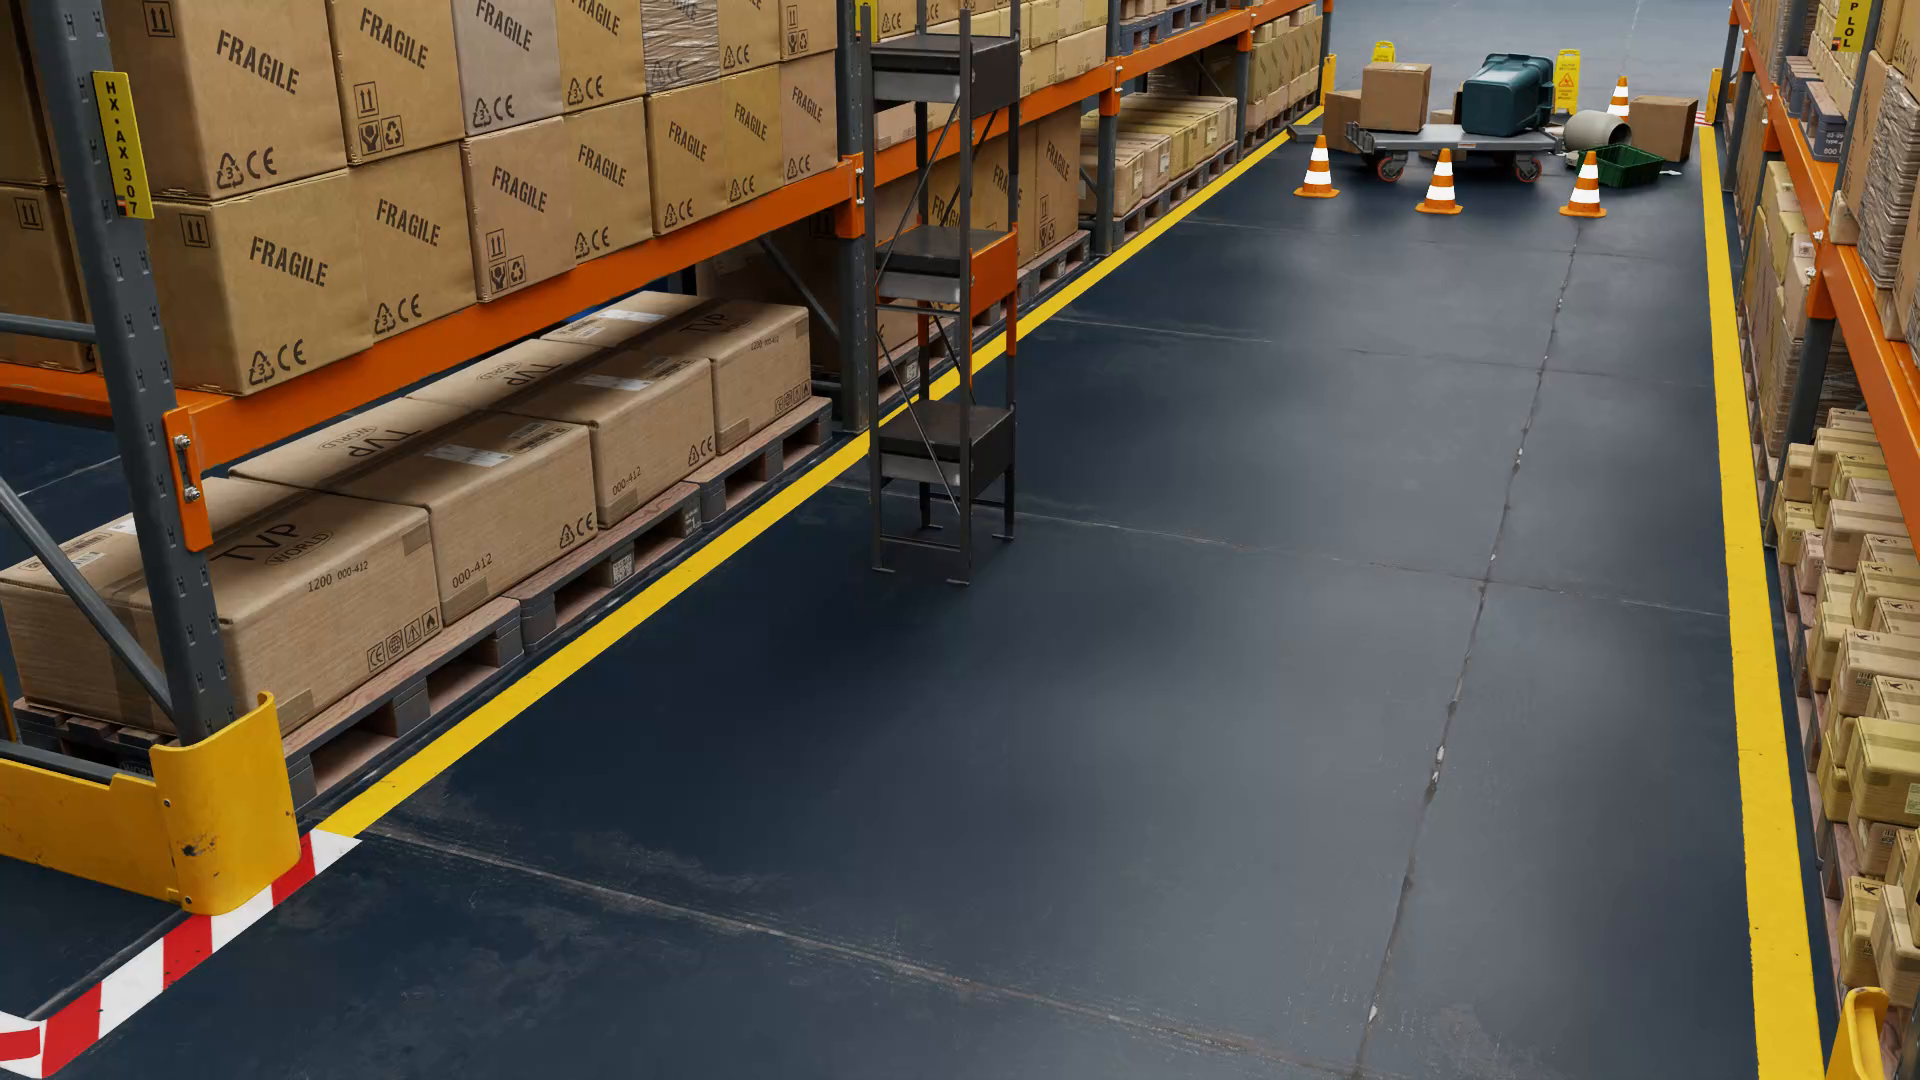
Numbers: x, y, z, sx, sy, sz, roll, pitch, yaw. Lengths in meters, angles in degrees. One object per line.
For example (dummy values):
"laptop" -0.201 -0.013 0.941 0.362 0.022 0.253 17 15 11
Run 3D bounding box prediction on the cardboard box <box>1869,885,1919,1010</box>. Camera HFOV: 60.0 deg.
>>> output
"cardboard box" 2.154 0.888 3.500 0.380 0.149 0.250 8 24 19

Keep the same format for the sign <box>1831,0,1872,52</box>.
"sign" 3.193 -1.910 5.930 0.100 0.325 0.005 9 24 20

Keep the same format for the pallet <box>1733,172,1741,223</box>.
"pallet" 6.464 -2.587 12.670 1.003 0.211 1.213 9 24 20

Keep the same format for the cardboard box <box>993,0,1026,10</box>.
"cardboard box" 0.044 -3.145 8.961 0.500 0.500 0.500 8 24 19

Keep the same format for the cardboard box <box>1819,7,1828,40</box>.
"cardboard box" 4.730 -2.703 8.724 0.380 0.149 0.250 10 25 23

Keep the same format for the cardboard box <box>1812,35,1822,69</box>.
"cardboard box" 4.742 -2.580 8.816 0.380 0.149 0.250 10 25 23

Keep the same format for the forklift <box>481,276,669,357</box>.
"forklift" -1.747 -2.776 9.592 1.130 2.935 3.031 9 24 21

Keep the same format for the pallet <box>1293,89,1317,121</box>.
"pallet" 3.170 -4.665 17.645 1.003 0.211 1.213 9 24 20

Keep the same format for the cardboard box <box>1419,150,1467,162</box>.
"cardboard box" 4.343 -3.556 14.919 0.258 0.266 0.396 -7 24 -17

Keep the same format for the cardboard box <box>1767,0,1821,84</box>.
"cardboard box" 5.113 -2.975 9.851 0.500 0.500 0.500 9 24 20

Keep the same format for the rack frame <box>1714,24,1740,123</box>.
"rack frame" 8.167 -5.592 16.246 1.000 3.000 0.127 9 24 20

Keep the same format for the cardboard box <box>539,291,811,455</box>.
"cardboard box" -1.257 -0.773 7.487 0.875 0.438 0.875 8 24 19

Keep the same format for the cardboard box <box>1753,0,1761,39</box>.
"cardboard box" 6.049 -3.876 12.009 0.500 0.500 0.500 9 24 20

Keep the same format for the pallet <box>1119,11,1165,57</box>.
"pallet" 0.727 -3.584 11.686 1.213 0.211 1.003 9 24 20

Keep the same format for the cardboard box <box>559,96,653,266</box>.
"cardboard box" -1.427 -1.262 5.750 0.500 0.500 0.500 10 25 22

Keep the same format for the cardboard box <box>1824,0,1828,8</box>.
"cardboard box" 4.746 -2.848 8.685 0.380 0.149 0.250 8 24 19

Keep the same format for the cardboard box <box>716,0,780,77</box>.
"cardboard box" -1.039 -2.089 6.433 0.500 0.500 0.500 8 24 19

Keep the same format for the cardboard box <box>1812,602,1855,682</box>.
"cardboard box" 2.715 0.323 4.852 0.380 0.149 0.250 9 24 21

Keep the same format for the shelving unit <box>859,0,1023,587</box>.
"shelving unit" -0.061 -0.910 6.203 0.431 2.100 0.503 9 24 20

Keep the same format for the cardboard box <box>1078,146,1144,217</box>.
"cardboard box" 0.781 -2.584 11.909 0.950 0.372 0.625 7 24 16

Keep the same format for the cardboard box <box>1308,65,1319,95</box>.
"cardboard box" 3.474 -4.853 17.500 0.500 0.250 0.500 9 24 20

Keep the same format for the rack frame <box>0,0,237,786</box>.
"rack frame" -2.410 -0.539 4.149 1.000 3.000 0.127 9 24 20

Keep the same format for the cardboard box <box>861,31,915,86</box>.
"cardboard box" -0.499 -2.249 7.788 0.500 0.250 0.500 8 24 19

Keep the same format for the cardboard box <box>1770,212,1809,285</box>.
"cardboard box" 4.138 -1.360 7.840 0.500 0.250 0.500 8 24 18

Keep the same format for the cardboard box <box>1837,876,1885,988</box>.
"cardboard box" 2.227 0.930 3.785 0.380 0.149 0.250 10 25 22

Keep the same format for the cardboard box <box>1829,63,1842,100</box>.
"cardboard box" 4.253 -2.108 7.687 0.380 0.149 0.250 8 24 18

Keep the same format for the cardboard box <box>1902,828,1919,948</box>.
"cardboard box" 2.185 0.755 3.433 0.380 0.149 0.250 9 24 21

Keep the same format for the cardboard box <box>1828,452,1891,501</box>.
"cardboard box" 3.183 -0.169 5.646 0.380 0.149 0.250 8 24 19

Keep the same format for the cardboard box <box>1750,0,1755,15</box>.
"cardboard box" 6.990 -4.564 13.590 0.875 0.550 0.550 9 24 20

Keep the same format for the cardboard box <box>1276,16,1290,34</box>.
"cardboard box" 2.906 -4.893 15.781 0.380 0.149 0.250 10 25 23

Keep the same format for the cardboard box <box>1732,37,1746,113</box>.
"cardboard box" 7.976 -4.553 15.971 0.875 0.875 0.875 9 24 20

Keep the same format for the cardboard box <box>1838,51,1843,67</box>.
"cardboard box" 4.255 -2.242 7.621 0.380 0.149 0.250 10 25 22

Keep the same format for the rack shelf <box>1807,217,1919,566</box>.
"rack shelf" 2.966 -0.250 4.391 1.077 0.370 4.000 9 24 20

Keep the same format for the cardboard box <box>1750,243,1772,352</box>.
"cardboard box" 4.326 -1.188 8.401 0.500 0.500 0.500 8 24 19

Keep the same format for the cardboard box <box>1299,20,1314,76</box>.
"cardboard box" 3.287 -5.024 16.937 0.500 0.500 0.500 10 25 22

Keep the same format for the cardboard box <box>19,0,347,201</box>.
"cardboard box" -1.967 -1.178 4.250 0.500 0.500 0.500 8 24 19

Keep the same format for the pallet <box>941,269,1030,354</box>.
"pallet" -0.256 -1.409 9.849 1.003 0.211 1.213 9 24 20

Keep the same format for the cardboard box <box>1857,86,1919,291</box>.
"cardboard box" 2.894 -0.987 4.705 0.500 0.500 0.500 8 24 19

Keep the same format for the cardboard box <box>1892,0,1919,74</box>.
"cardboard box" 3.137 -1.628 4.944 0.500 0.500 0.500 8 24 18

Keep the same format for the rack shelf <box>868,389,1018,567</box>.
"rack shelf" -0.061 -0.251 6.479 0.431 0.518 0.480 9 24 20

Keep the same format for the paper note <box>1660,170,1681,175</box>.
"paper note" 6.090 -3.161 14.278 0.147 0.020 0.142 -7 24 -17

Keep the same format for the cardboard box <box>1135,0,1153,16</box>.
"cardboard box" 1.136 -3.757 11.634 0.380 0.149 0.250 7 24 17

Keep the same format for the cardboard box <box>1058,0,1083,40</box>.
"cardboard box" 0.431 -3.170 9.992 0.500 0.250 0.500 8 24 19

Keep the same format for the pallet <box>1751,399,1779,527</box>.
"pallet" 3.997 -0.290 7.170 1.003 0.211 1.213 9 24 20

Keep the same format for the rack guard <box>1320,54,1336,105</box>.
"rack guard" 3.505 -5.084 18.273 1.175 0.500 0.348 9 24 20

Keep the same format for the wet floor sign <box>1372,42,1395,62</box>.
"wet floor sign" 4.597 -5.093 18.106 0.267 0.644 0.232 19 29 38

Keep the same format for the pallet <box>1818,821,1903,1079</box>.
"pallet" 2.586 1.107 3.825 1.003 0.211 1.213 9 24 20

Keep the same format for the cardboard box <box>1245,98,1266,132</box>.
"cardboard box" 2.517 -3.931 15.291 0.500 0.250 0.500 8 24 18

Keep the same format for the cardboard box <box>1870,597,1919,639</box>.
"cardboard box" 2.714 0.296 4.531 0.380 0.149 0.250 8 24 18

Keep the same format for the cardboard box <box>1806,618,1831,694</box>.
"cardboard box" 2.831 0.378 5.107 0.380 0.149 0.250 8 24 19

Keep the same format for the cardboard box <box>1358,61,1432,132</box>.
"cardboard box" 3.711 -3.785 14.181 0.500 0.500 0.500 9 24 20

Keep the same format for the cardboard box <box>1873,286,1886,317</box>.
"cardboard box" 2.962 -0.744 4.966 0.380 0.149 0.250 9 24 21
